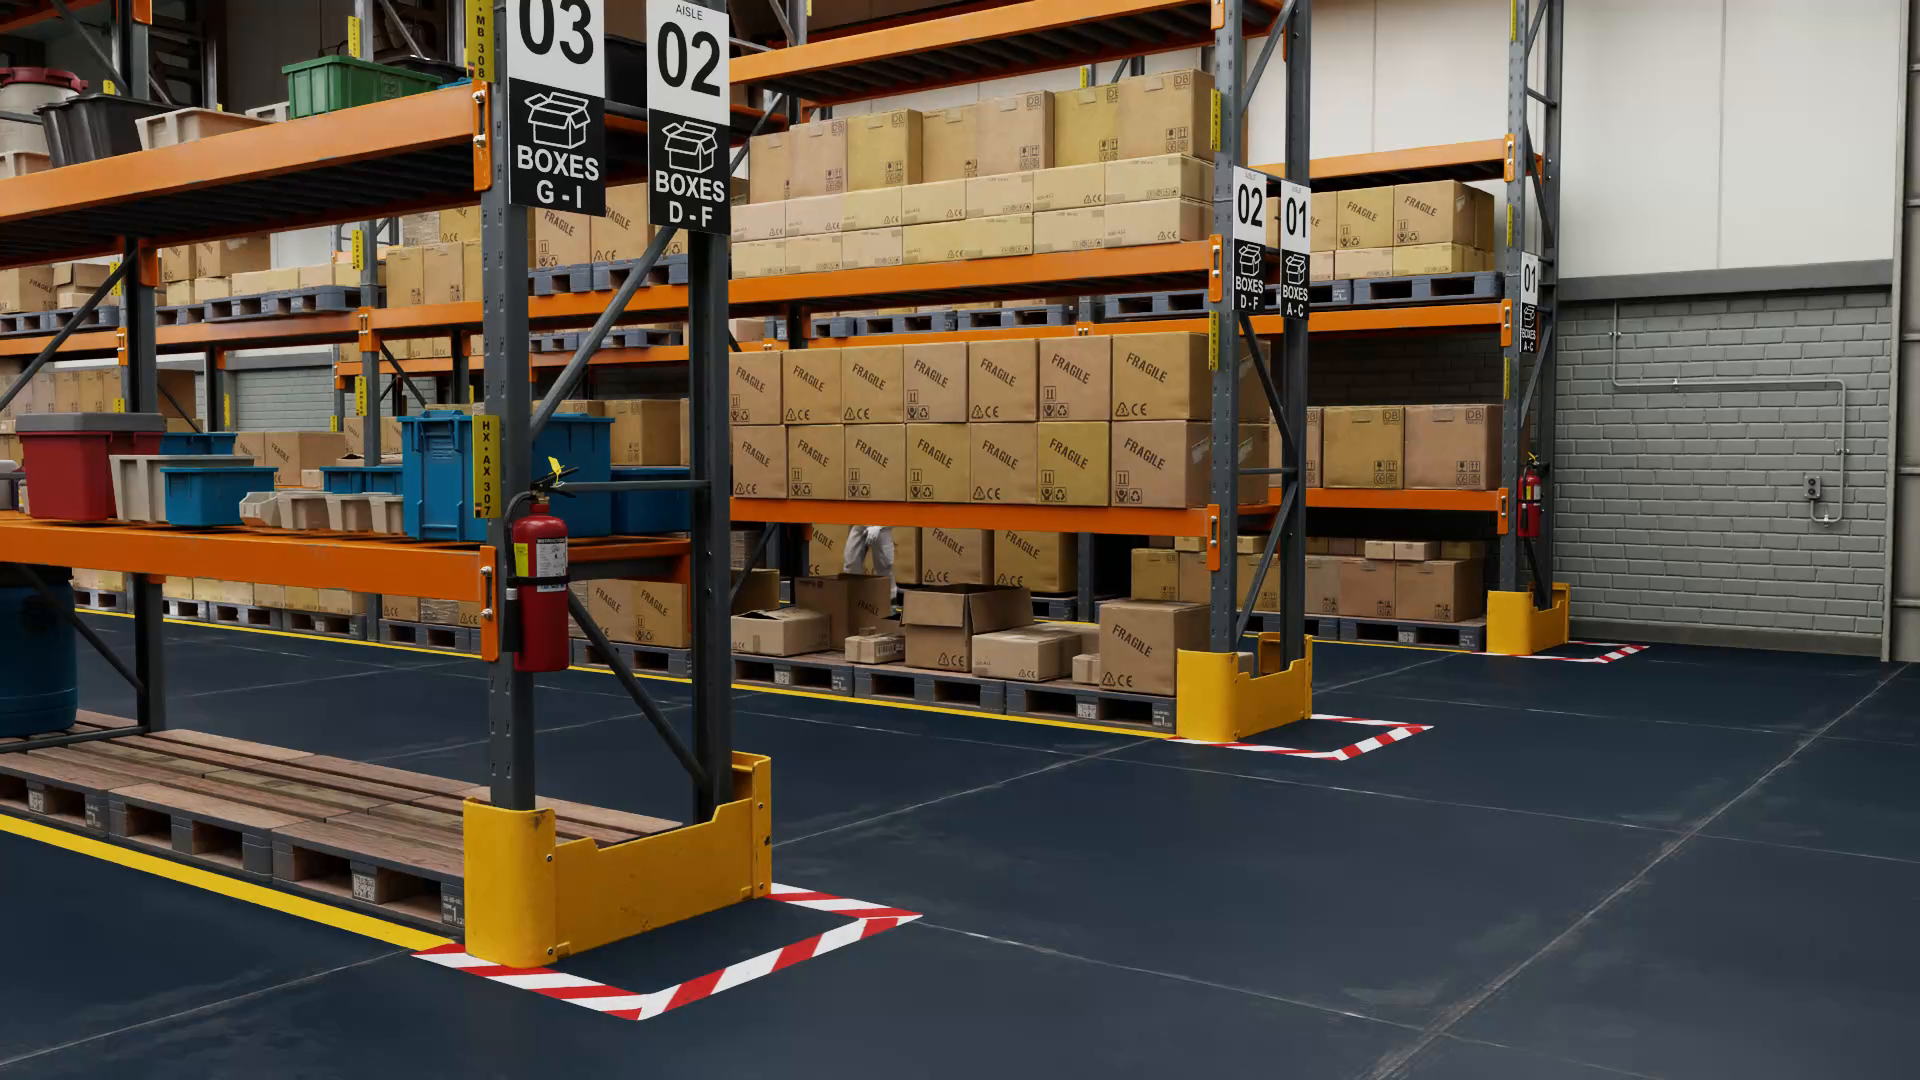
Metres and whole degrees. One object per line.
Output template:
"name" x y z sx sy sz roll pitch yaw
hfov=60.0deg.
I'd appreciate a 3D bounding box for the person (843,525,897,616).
"person" -0.867 -0.099 15.041 0.588 1.764 0.801 3 4 41
